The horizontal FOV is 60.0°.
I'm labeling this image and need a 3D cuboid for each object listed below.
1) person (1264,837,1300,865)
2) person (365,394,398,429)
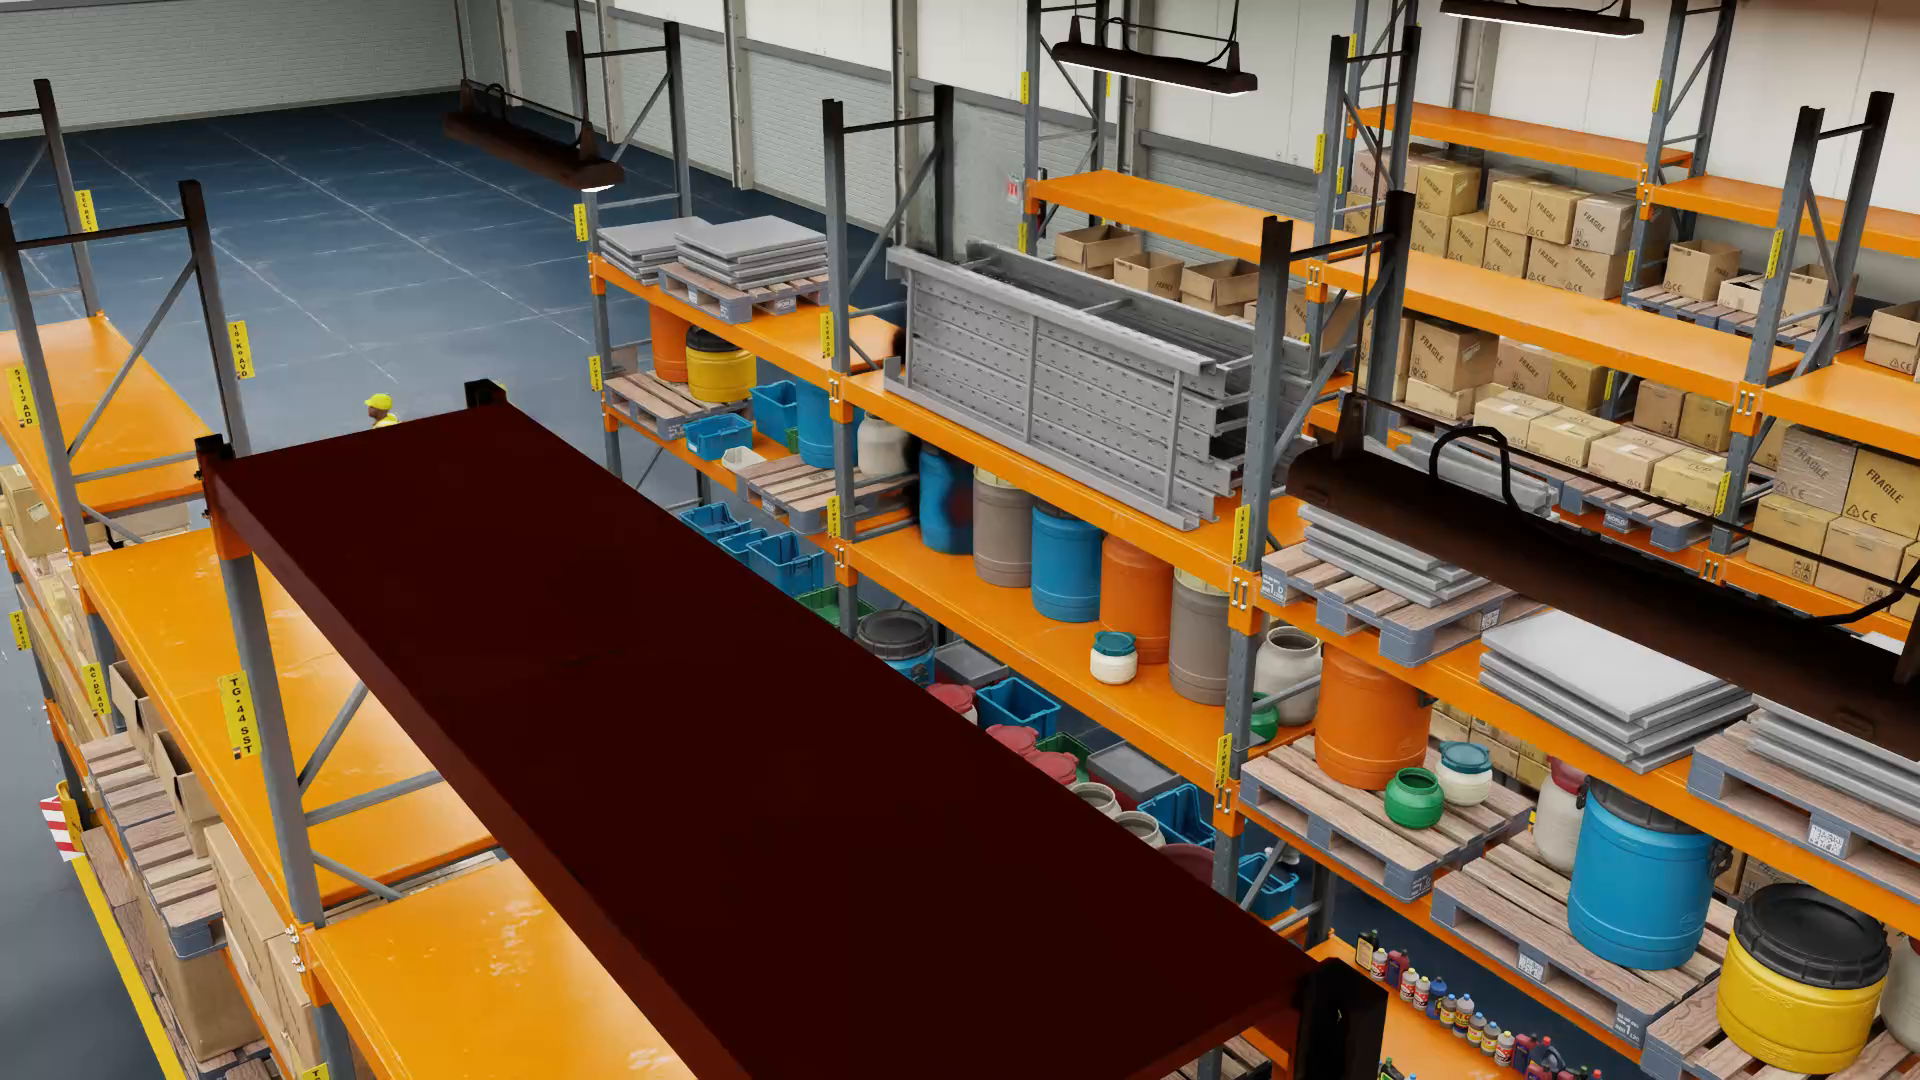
[{"bbox_3d":[2.830,1.906,12.879,0.926,1.656,0.550,20,32,37],"label":"person"},{"bbox_3d":[-6.431,-0.835,18.743,0.609,1.717,0.697,-6,25,-12],"label":"person"}]
